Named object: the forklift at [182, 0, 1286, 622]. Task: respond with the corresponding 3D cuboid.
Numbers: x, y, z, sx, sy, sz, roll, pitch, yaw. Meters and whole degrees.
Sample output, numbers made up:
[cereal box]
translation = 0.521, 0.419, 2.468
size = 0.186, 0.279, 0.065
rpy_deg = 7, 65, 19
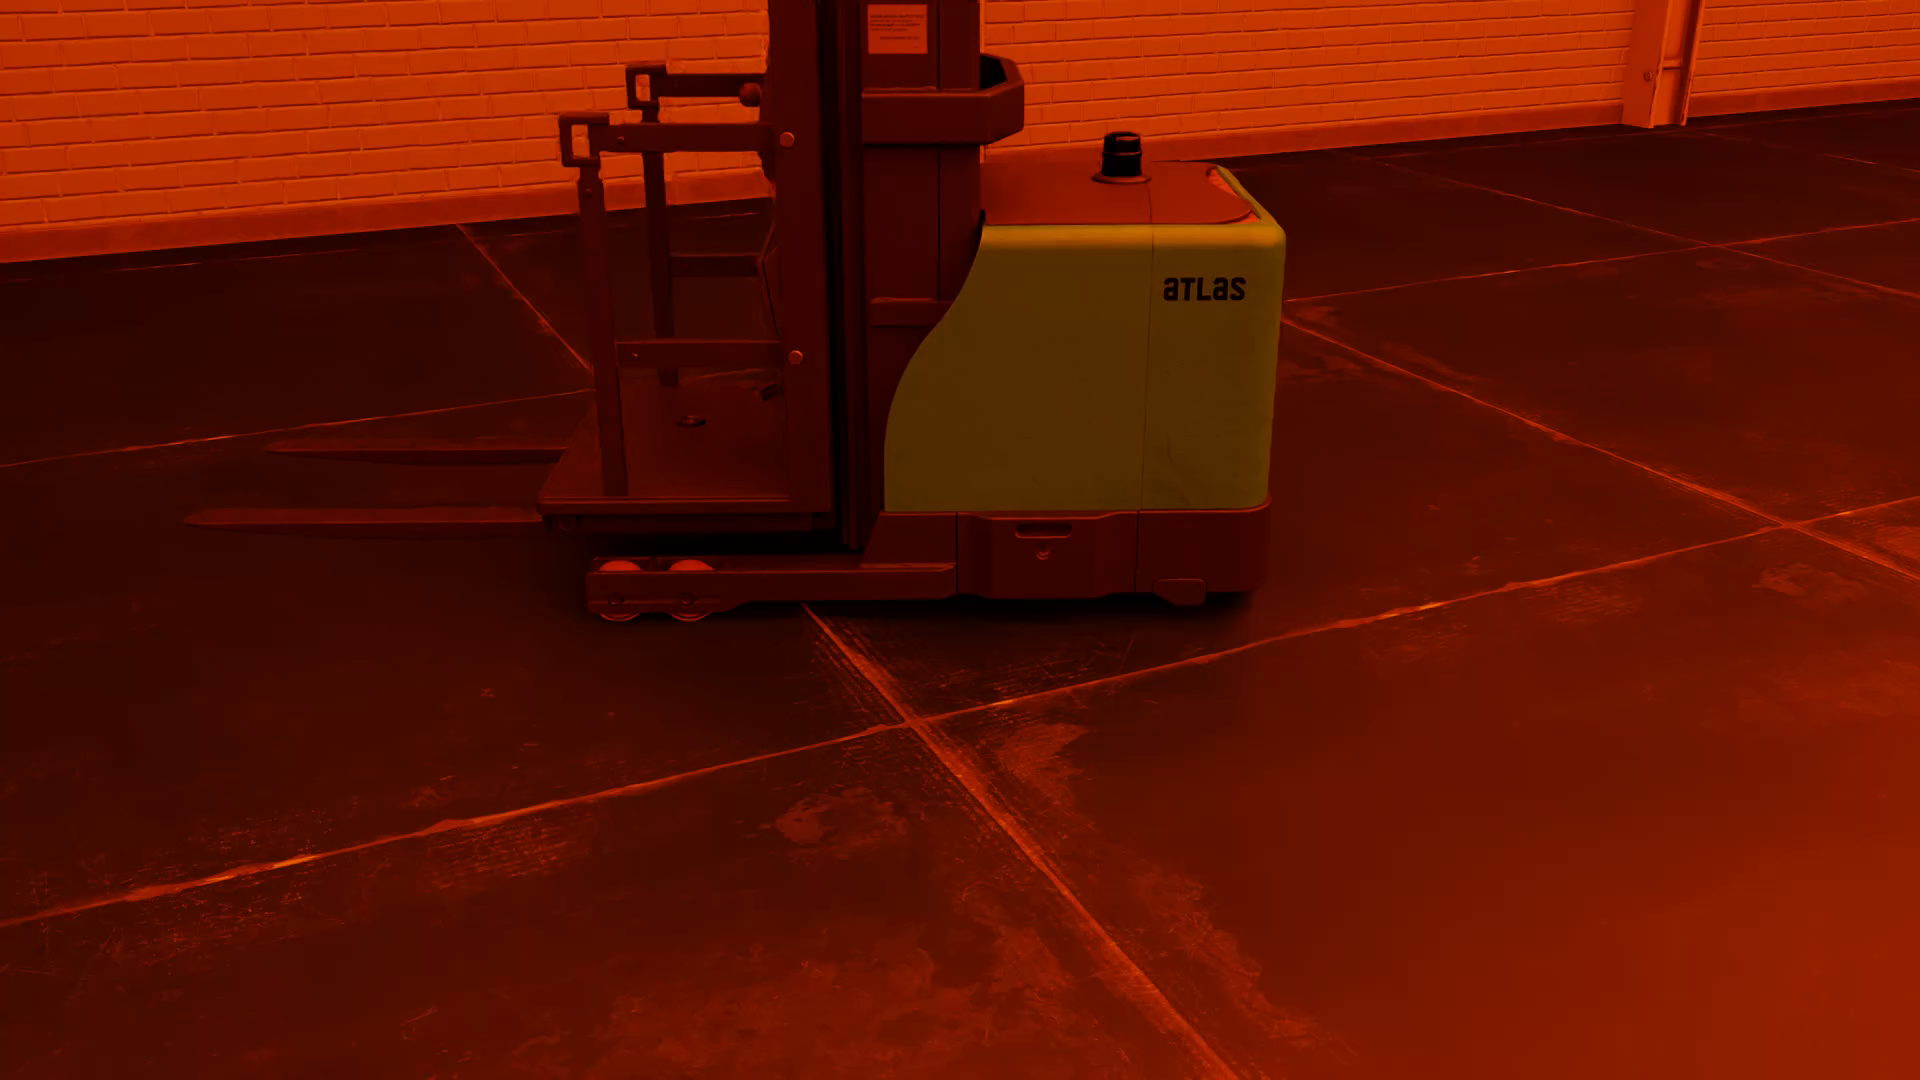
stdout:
[forklift]
translation = -0.666, -1.334, 4.497
size = 3.031, 2.935, 1.130
rpy_deg = 0, 23, -1
